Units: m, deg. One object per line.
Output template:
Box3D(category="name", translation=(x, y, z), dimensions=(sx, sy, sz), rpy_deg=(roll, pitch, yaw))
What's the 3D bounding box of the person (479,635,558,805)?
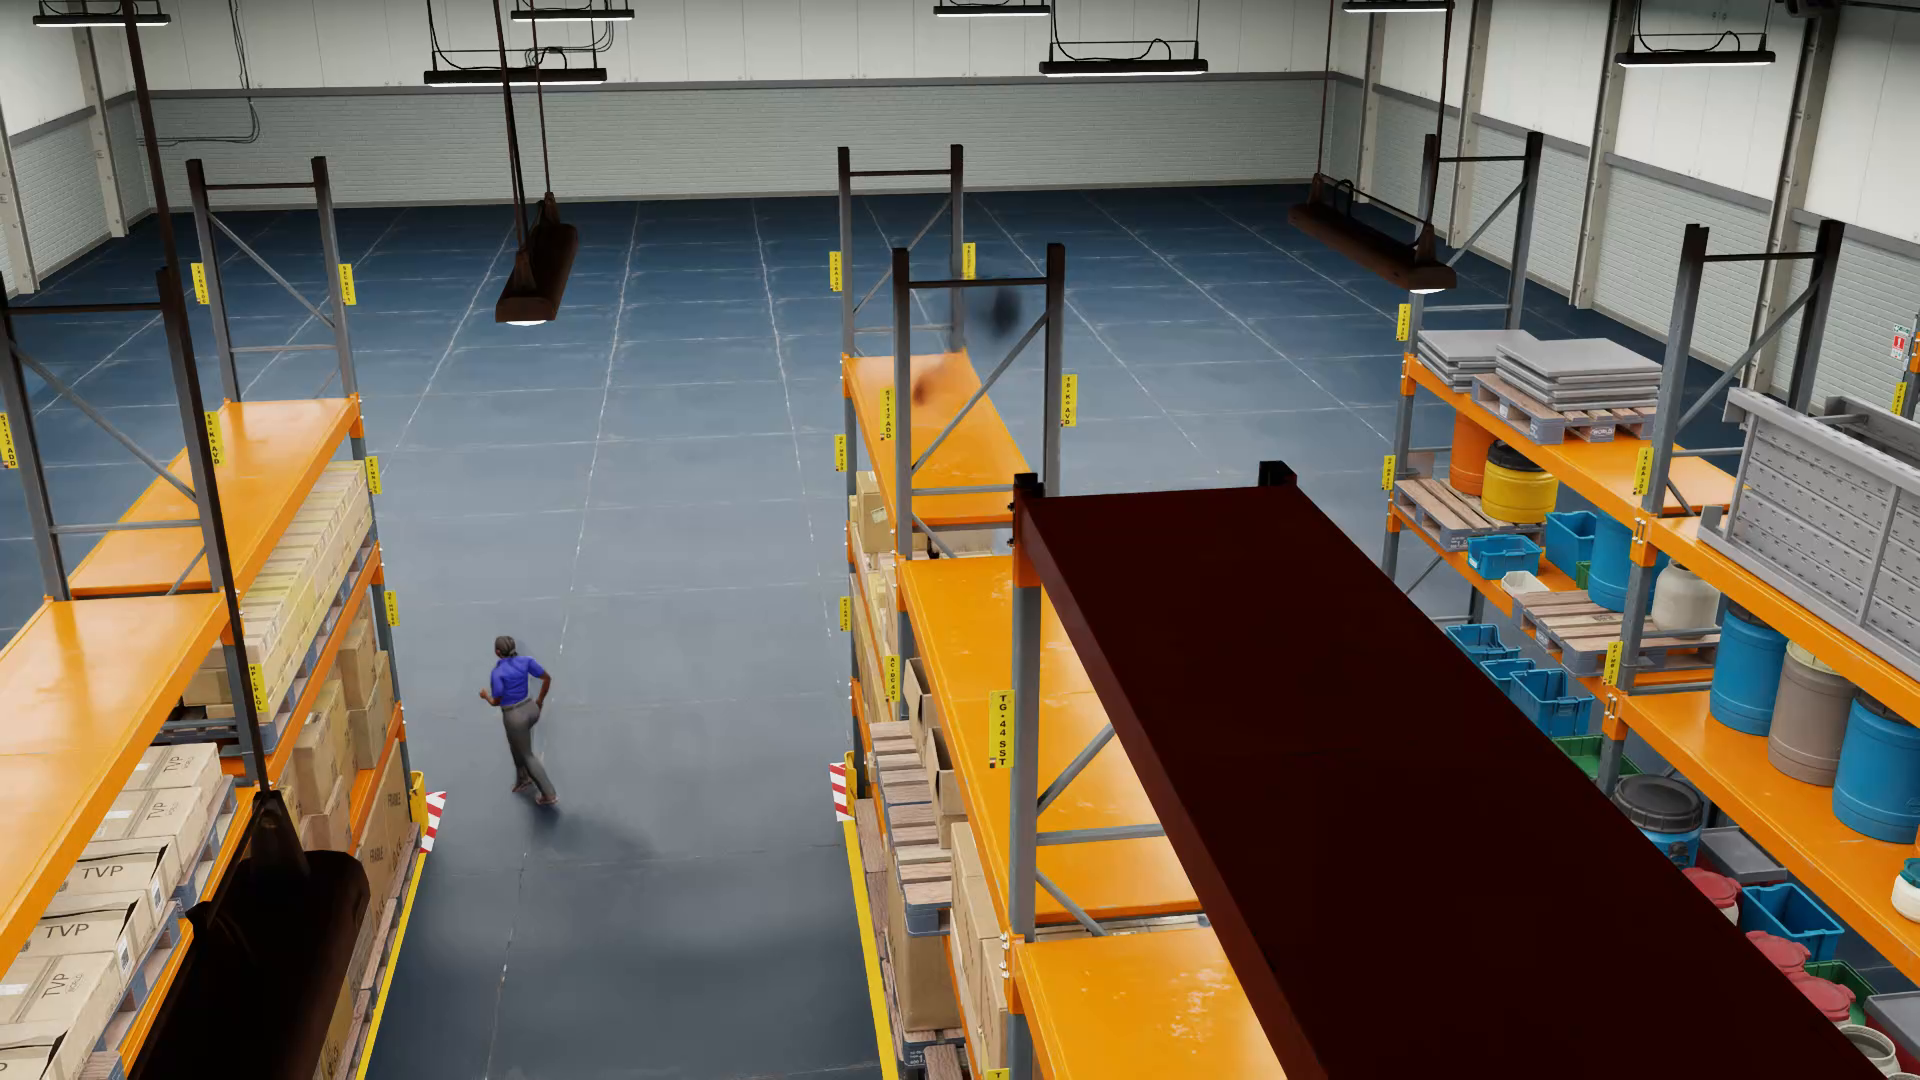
Box3D(category="person", translation=(-4.039, 1.669, 15.266), dimensions=(0.832, 1.706, 0.507), rpy_deg=(12, 24, 27))
